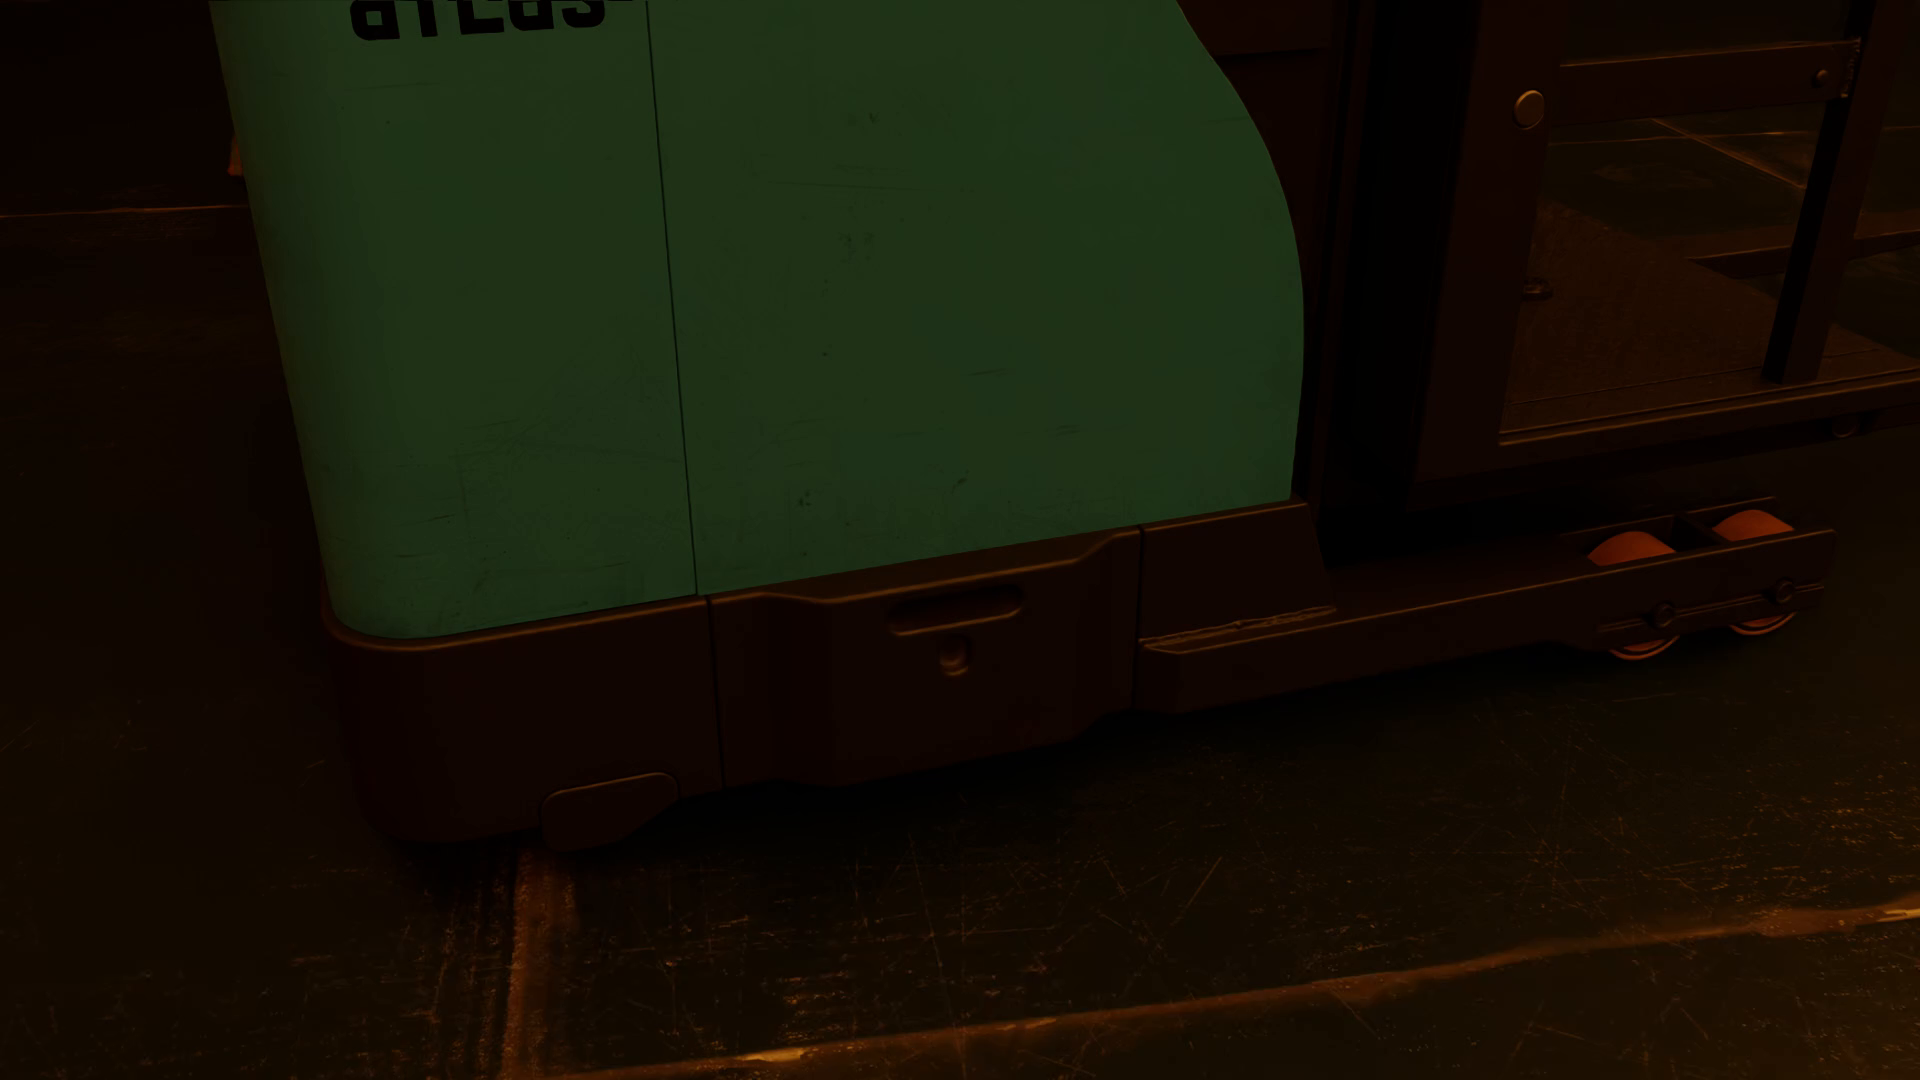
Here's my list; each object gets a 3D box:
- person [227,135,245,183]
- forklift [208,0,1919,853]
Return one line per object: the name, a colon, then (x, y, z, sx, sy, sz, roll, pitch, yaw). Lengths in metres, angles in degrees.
person: (-1.386, -1.484, 3.870, 0.855, 1.443, 0.716, 8, 29, 14)
forklift: (0.646, -1.361, 1.937, 3.031, 2.935, 1.130, -9, 29, -17)
